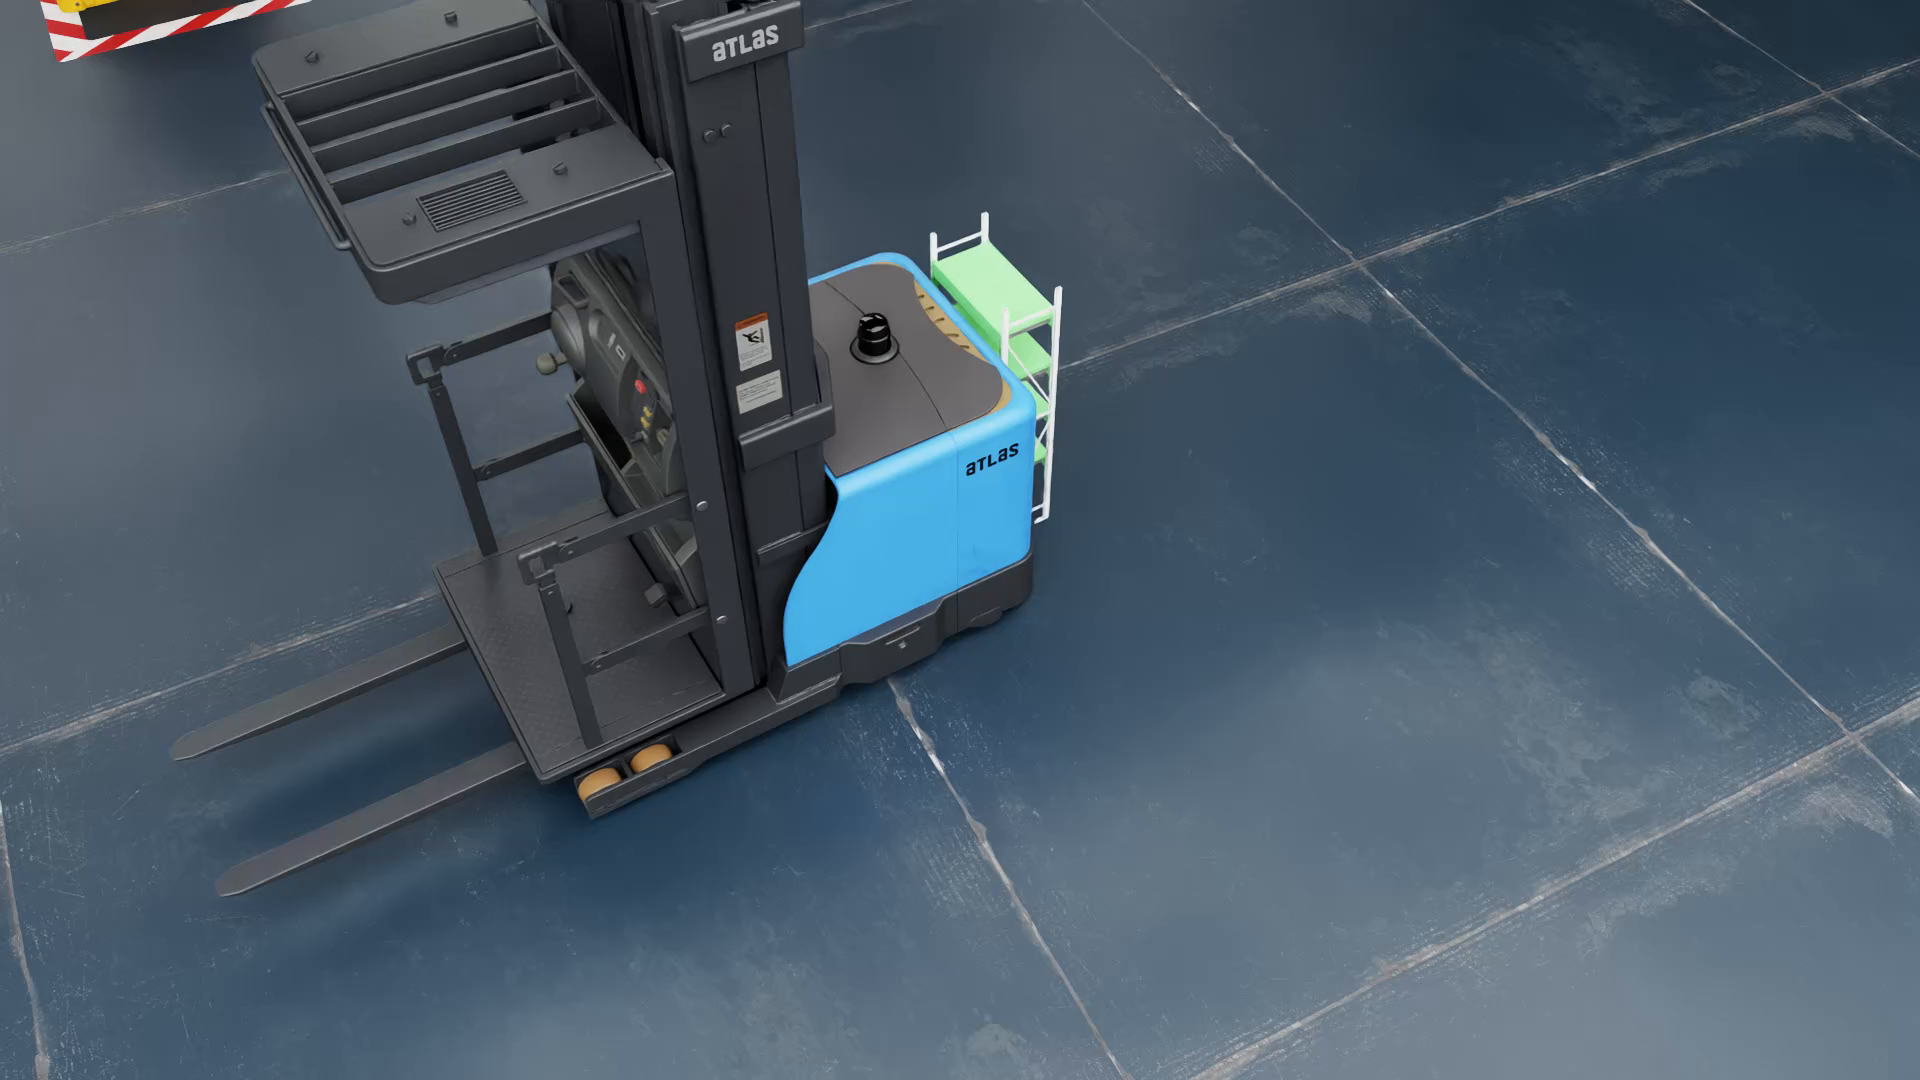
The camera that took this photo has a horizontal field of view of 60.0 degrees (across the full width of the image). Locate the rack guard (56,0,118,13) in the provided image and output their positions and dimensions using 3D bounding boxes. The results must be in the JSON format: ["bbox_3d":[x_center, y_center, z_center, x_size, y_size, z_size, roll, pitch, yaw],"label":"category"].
[{"bbox_3d":[-4.515,-3.378,9.265,1.175,0.500,0.348,-21,52,-18],"label":"rack guard"}]

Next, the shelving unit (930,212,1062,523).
[{"bbox_3d":[0.124,-0.600,6.370,0.258,1.200,0.503,-25,53,-20],"label":"shelving unit"}]

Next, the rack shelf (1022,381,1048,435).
[{"bbox_3d":[0.124,-0.557,6.418,0.258,0.148,0.480,-25,53,-20],"label":"rack shelf"}]

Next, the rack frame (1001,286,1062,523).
[{"bbox_3d":[0.251,-0.443,6.233,0.240,1.200,0.015,-25,53,-20],"label":"rack frame"}]

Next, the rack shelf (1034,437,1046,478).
[{"bbox_3d":[0.124,-0.399,6.599,0.258,0.148,0.480,-25,53,-20],"label":"rack shelf"}]

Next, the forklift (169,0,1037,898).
[{"bbox_3d":[-1.253,-0.470,5.106,3.031,2.935,1.130,-24,53,-20],"label":"forklift"}]

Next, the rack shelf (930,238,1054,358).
[{"bbox_3d":[0.124,-0.873,6.057,0.258,0.148,0.480,-25,53,-20],"label":"rack shelf"}]

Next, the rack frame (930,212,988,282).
[{"bbox_3d":[-0.003,-0.756,6.507,0.240,1.200,0.015,-25,53,-20],"label":"rack frame"}]

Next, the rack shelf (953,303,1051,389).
[{"bbox_3d":[0.124,-0.715,6.237,0.258,0.148,0.480,-25,53,-20],"label":"rack shelf"}]
